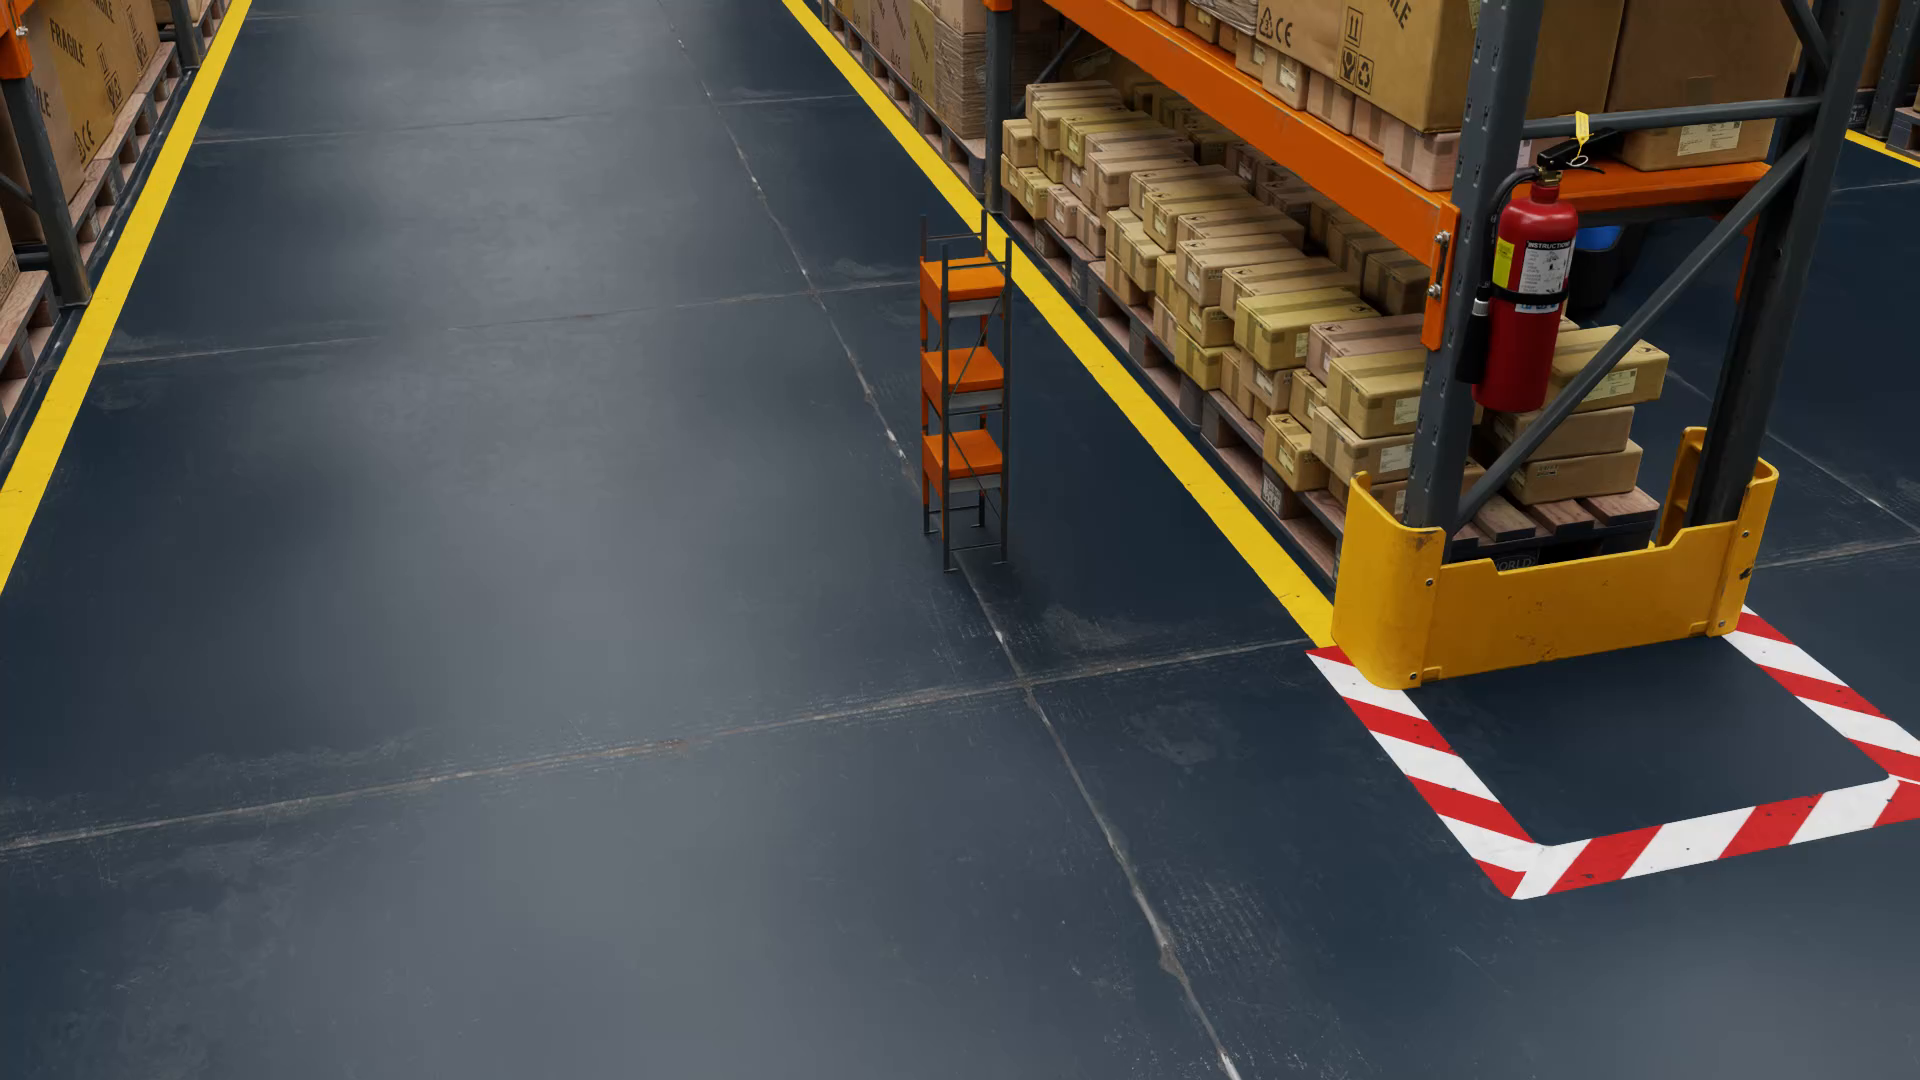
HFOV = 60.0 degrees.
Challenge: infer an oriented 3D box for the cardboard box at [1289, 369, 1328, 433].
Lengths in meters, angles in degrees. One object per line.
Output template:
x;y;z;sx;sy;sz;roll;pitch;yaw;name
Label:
1.246;-0.431;5.131;0.380;0.149;0.250;-9;31;-14;cardboard box

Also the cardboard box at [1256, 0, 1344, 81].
1.180;-1.609;4.638;0.500;0.500;0.500;-8;31;-14;cardboard box

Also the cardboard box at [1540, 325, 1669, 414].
1.868;-0.508;4.966;0.380;0.149;0.250;-9;31;-16;cardboard box

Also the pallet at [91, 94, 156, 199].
-4.733;-1.975;8.452;1.003;0.211;1.213;-8;31;-13;pallet

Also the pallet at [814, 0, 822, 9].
-0.581;-4.052;12.040;1.003;0.211;1.213;-8;31;-13;pallet

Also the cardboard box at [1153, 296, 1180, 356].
0.926;-0.796;6.057;0.380;0.149;0.250;-7;31;-12;cardboard box

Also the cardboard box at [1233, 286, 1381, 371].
1.092;-0.669;5.244;0.380;0.149;0.250;-9;31;-14;cardboard box

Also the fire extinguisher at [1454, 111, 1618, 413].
1.301;-0.627;3.788;0.296;0.674;0.183;-8;31;-13;fire extinguisher

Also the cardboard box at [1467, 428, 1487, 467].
1.700;-0.363;5.310;0.380;0.149;0.250;-8;31;-13;cardboard box

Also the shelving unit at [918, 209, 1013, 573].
0.014;-0.429;4.942;0.215;1.050;0.252;-8;31;-13;shelving unit

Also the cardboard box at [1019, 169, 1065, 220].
0.475;-1.537;7.338;0.380;0.149;0.250;-7;31;-12;cardboard box

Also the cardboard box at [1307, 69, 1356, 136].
1.209;-1.260;4.683;0.380;0.149;0.250;-8;31;-14;cardboard box

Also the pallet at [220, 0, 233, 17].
-5.716;-3.920;11.812;1.003;0.211;1.213;-8;31;-13;pallet

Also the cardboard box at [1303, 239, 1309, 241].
1.319;-1.126;6.330;0.380;0.149;0.250;-6;31;-11;cardboard box

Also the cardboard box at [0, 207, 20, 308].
-4.065;-0.985;6.095;0.875;0.438;0.875;-8;31;-14;cardboard box

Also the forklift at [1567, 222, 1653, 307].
2.824;-2.920;7.369;1.130;2.935;3.031;15;33;24;forklift

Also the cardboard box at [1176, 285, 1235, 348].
0.974;-0.797;5.763;0.380;0.149;0.250;-7;31;-13;cardboard box

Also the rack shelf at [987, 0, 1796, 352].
1.148;-1.659;5.840;1.077;0.370;4.000;-8;31;-13;rack shelf

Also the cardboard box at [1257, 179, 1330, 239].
1.340;-1.250;6.248;0.380;0.149;0.250;-8;31;-13;cardboard box

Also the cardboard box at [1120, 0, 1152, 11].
0.773;-2.018;5.992;0.380;0.149;0.250;-7;31;-11;cardboard box

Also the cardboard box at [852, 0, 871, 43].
-0.366;-3.350;10.120;0.500;0.500;0.500;-7;31;-13;cardboard box

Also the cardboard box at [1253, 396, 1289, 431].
1.185;-0.429;5.423;0.380;0.149;0.250;-8;31;-14;cardboard box

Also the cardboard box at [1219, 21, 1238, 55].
1.063;-1.649;5.356;0.380;0.149;0.250;-9;31;-15;cardboard box

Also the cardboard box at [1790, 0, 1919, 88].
5.237;-3.116;9.340;1.225;0.875;0.875;-8;31;-13;cardboard box

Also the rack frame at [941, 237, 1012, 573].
0.047;-0.370;4.841;0.200;1.050;0.008;-8;31;-13;rack frame

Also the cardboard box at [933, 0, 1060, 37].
0.176;-2.687;8.225;0.500;0.250;0.500;-9;31;-15;cardboard box

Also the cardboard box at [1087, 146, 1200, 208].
0.720;-1.435;6.567;0.380;0.149;0.250;-7;31;-12;cardboard box

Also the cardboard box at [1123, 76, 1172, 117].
0.963;-2.004;7.552;0.380;0.149;0.250;-7;31;-12;cardboard box

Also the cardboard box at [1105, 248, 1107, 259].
0.812;-1.183;6.726;0.380;0.149;0.250;-9;31;-15;cardboard box

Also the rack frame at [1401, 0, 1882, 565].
1.679;-1.004;3.991;1.000;3.000;0.127;-8;31;-13;rack frame

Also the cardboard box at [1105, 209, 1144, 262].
0.783;-1.175;6.416;0.380;0.149;0.250;-8;31;-14;cardboard box

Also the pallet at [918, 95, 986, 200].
0.409;-2.105;8.677;1.003;0.211;1.213;-8;31;-13;pallet

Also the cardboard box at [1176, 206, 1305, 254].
0.996;-1.067;5.932;0.380;0.149;0.250;-9;31;-15;cardboard box

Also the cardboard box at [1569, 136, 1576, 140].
1.802;-1.213;4.602;0.380;0.149;0.250;-7;31;-11;cardboard box

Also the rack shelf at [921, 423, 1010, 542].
0.014;-0.179;5.087;0.215;0.259;0.240;-8;31;-13;rack shelf

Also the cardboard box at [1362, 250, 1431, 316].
1.589;-0.873;5.596;0.380;0.149;0.250;-9;31;-16;cardboard box

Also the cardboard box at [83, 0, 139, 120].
-4.854;-2.647;8.531;0.875;0.875;0.875;-7;31;-13;cardboard box

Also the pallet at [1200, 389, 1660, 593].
1.477;-0.231;5.439;1.003;0.211;1.213;-8;31;-13;pallet

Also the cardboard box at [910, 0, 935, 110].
0.042;-2.608;8.838;0.500;0.500;0.500;-9;31;-14;cardboard box

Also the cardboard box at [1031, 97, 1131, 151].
0.525;-1.807;7.210;0.380;0.149;0.250;-6;31;-11;cardboard box

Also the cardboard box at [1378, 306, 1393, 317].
1.656;-0.753;5.686;0.380;0.149;0.250;-7;31;-12;cardboard box

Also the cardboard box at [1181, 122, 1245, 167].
1.135;-1.631;6.907;0.380;0.149;0.250;-7;31;-12;cardboard box

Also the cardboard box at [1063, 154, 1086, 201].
0.658;-1.572;7.102;0.380;0.149;0.250;-8;31;-14;cardboard box

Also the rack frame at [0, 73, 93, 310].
-4.128;-2.229;6.107;1.000;3.000;0.127;-8;31;-13;rack frame
